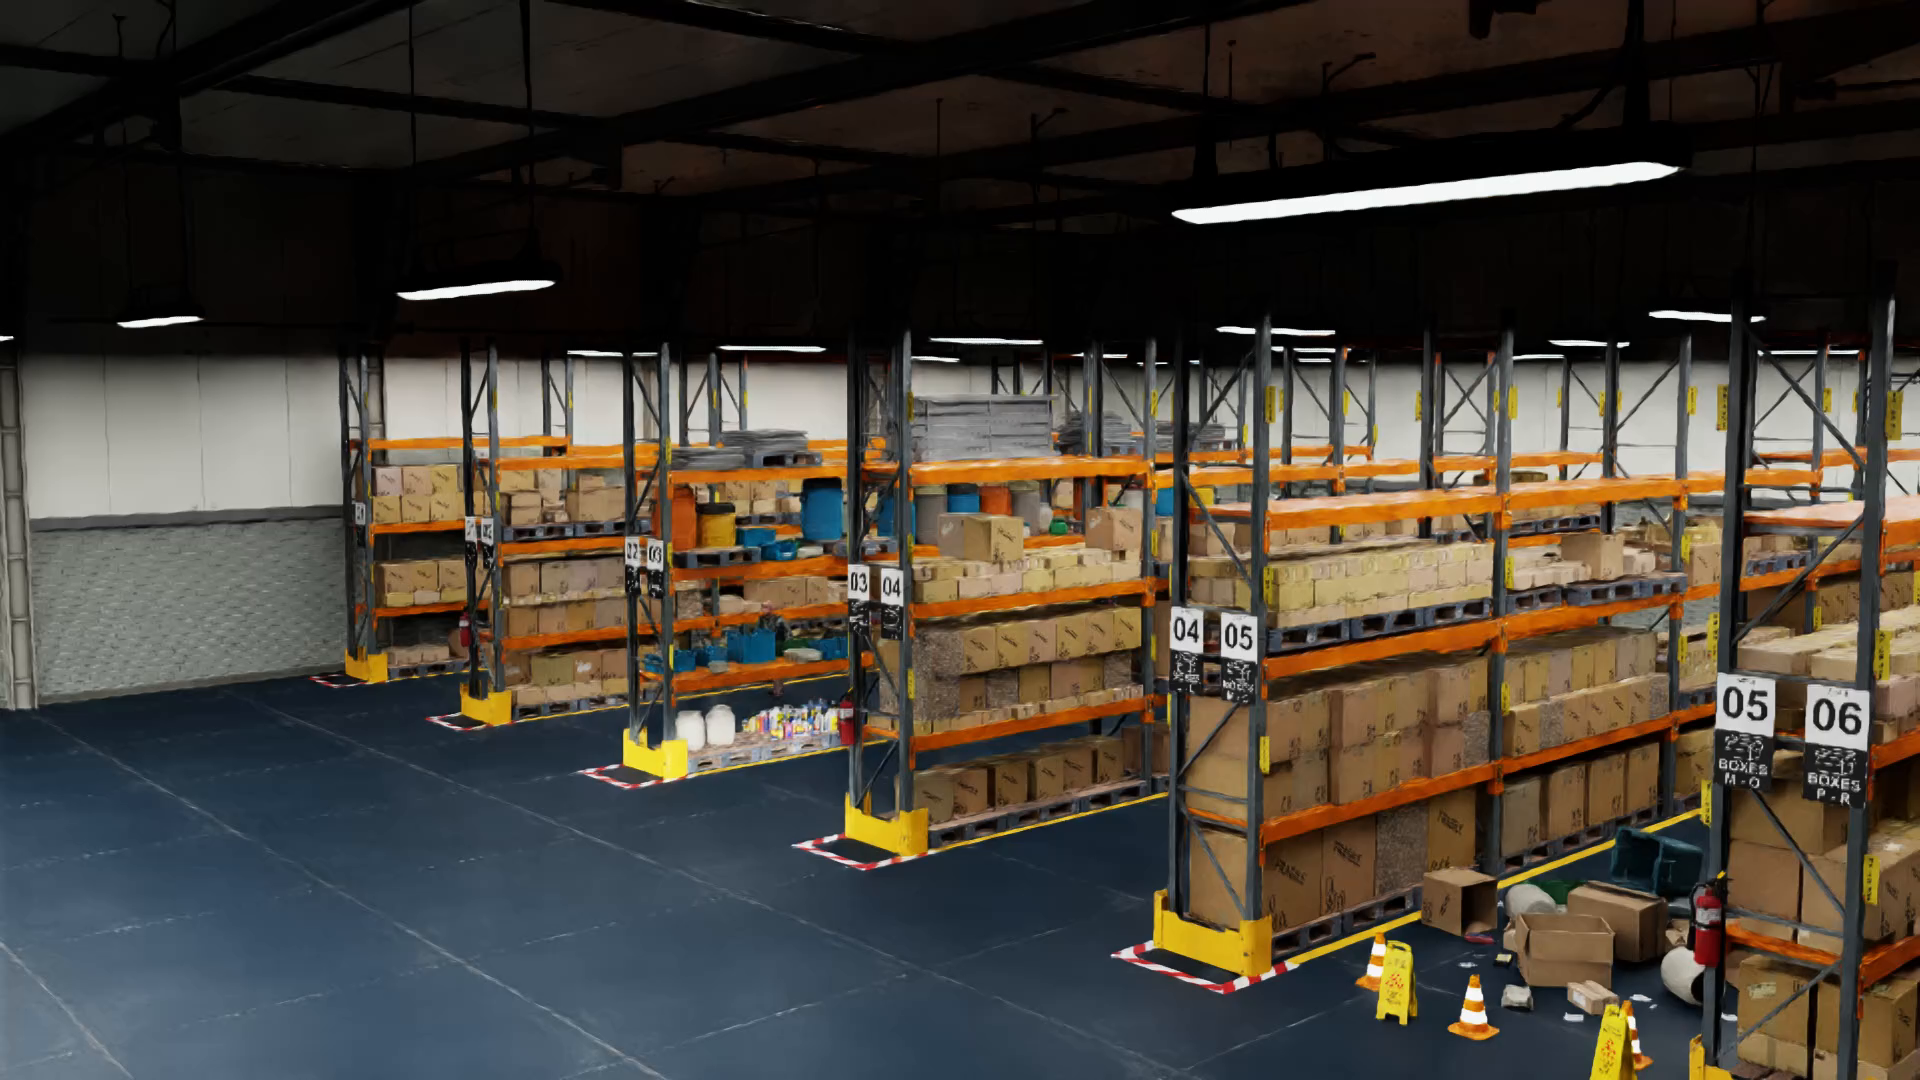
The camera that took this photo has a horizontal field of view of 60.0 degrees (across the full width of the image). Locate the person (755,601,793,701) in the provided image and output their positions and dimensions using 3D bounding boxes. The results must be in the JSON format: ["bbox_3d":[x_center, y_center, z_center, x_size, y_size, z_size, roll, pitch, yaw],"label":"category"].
[{"bbox_3d":[-3.113,1.836,27.890,0.683,1.662,0.837,3,6,32],"label":"person"}]

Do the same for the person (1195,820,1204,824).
[{"bbox_3d":[2.882,2.651,18.868,0.430,1.642,0.530,2,5,19],"label":"person"}]
